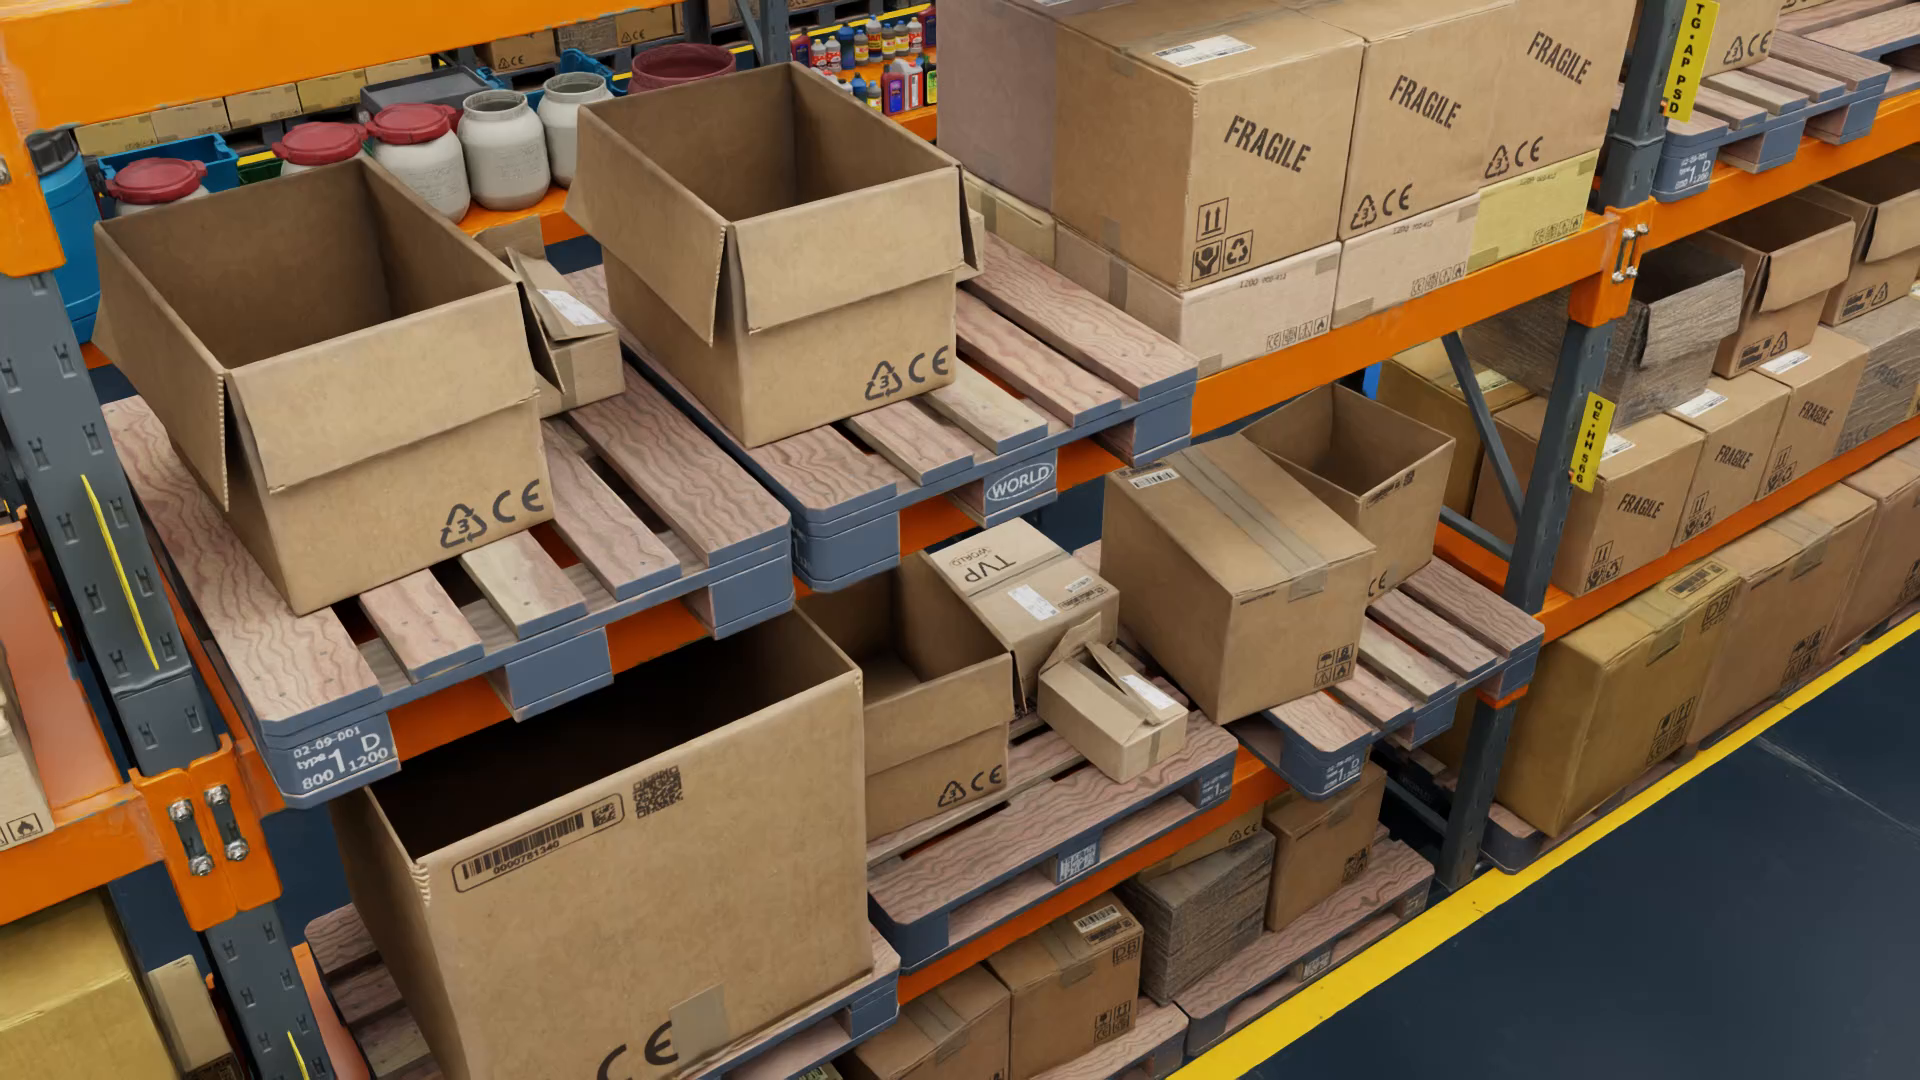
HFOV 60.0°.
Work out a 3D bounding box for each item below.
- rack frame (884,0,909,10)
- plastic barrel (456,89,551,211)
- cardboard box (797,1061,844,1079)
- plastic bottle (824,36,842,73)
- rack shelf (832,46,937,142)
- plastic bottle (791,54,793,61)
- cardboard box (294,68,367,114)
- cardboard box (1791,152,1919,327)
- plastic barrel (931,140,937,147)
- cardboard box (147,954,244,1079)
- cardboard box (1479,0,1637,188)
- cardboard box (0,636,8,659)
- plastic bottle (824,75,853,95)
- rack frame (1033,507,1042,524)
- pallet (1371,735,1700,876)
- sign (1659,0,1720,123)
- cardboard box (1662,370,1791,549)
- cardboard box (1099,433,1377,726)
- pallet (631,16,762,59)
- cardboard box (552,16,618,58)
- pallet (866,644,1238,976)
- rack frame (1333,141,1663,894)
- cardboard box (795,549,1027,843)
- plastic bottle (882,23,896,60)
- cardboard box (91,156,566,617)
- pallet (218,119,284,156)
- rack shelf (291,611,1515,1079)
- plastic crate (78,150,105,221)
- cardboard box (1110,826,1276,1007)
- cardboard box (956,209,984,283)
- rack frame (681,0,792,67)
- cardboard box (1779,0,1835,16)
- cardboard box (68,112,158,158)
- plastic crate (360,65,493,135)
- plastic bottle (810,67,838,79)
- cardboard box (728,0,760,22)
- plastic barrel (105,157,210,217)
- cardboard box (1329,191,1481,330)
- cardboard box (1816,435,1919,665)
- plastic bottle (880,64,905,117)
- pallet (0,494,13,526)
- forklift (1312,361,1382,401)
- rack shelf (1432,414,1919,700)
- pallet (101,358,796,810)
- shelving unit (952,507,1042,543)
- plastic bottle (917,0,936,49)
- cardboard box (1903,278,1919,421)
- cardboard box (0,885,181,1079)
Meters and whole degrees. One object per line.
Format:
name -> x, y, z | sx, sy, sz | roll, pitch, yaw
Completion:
rack frame -> -0.793, -6.196, 14.296 | 0.127, 3.000, 1.000 | -22, 41, -28
plastic barrel -> -2.275, -1.941, 8.284 | 0.421, 0.512, 0.421 | 0, 36, 0
cardboard box -> -0.714, 1.713, 5.063 | 0.500, 0.500, 0.700 | -23, 41, -28
plastic bottle -> -0.755, -2.884, 9.862 | 0.097, 0.201, 0.097 | 0, 36, 0
rack shelf -> 0.422, -2.866, 10.282 | 4.000, 0.370, 1.077 | -22, 41, -28
plastic bottle -> -1.023, -2.774, 9.708 | 0.097, 0.201, 0.097 | 0, 36, 0
cardboard box -> -4.772, -3.436, 12.454 | 0.500, 0.250, 0.500 | -23, 42, -28
cardboard box -> 3.326, -1.254, 6.479 | 0.637, 0.503, 0.797 | -21, 41, -26
plastic barrel -> 0.101, -2.229, 10.486 | 0.708, 0.588, 0.600 | -22, 41, -28
cardboard box -> -1.978, 1.255, 4.151 | 0.250, 0.149, 0.380 | -22, 41, -28
cardboard box -> 1.395, -1.303, 4.409 | 0.500, 0.500, 0.500 | -21, 41, -27
cardboard box -> -2.144, 0.097, 3.106 | 0.500, 0.250, 0.500 | -24, 42, -30
plastic bottle -> -0.673, -2.426, 9.160 | 0.135, 0.276, 0.152 | -22, 41, -28
rack frame -> 0.335, -0.625, 8.091 | 0.015, 1.200, 0.240 | -22, 41, -28
pallet -> 2.329, 0.782, 6.982 | 1.213, 0.211, 1.003 | -22, 41, -28
sign -> 1.952, -1.289, 4.462 | 0.005, 0.325, 0.100 | -22, 41, -28
cardboard box -> 2.615, -0.370, 6.110 | 0.500, 0.500, 0.500 | -24, 42, -29
cardboard box -> 0.824, 0.104, 5.091 | 0.500, 0.500, 0.700 | -16, 39, -21
pallet -> -2.434, -4.359, 14.130 | 1.213, 0.211, 1.003 | -22, 41, -28
cardboard box -> -3.102, -4.210, 13.298 | 0.500, 0.500, 0.500 | -24, 42, -29
pallet -> 0.046, 0.642, 4.952 | 1.213, 0.211, 1.003 | -22, 41, -28
rack frame -> 1.641, -0.121, 5.849 | 0.127, 3.000, 1.000 | -22, 41, -28
cardboard box -> -0.265, 0.385, 4.698 | 0.637, 0.503, 0.797 | -18, 39, -23
plastic bottle -> -0.436, -3.015, 10.044 | 0.097, 0.201, 0.097 | 0, 36, 0
cardboard box -> -1.188, -0.317, 3.104 | 0.637, 0.503, 0.797 | -25, 42, -30
pallet -> -5.755, -3.052, 12.313 | 1.213, 0.211, 1.003 | -22, 41, -28
rack shelf -> 0.006, 0.844, 5.124 | 4.000, 0.370, 1.077 | -22, 41, -28
plastic crate -> -4.263, -1.474, 7.676 | 0.583, 0.464, 0.402 | -22, 41, -28
cardboard box -> 0.659, 1.143, 5.856 | 0.500, 0.500, 0.700 | -26, 43, -31
cardboard box -> -0.154, -0.747, 3.992 | 0.250, 0.166, 0.380 | -24, 42, -29
rack frame -> -1.212, -2.485, 9.136 | 0.127, 3.000, 1.000 | -22, 41, -28
cardboard box -> 2.753, -2.122, 5.617 | 0.500, 0.500, 0.500 | -20, 40, -26
cardboard box -> -6.020, -2.923, 11.741 | 0.500, 0.250, 0.500 | -24, 42, -29
plastic crate -> -2.710, -2.113, 8.565 | 0.583, 0.464, 0.402 | -22, 41, -28
plastic bottle -> -0.760, -2.498, 9.261 | 0.135, 0.276, 0.152 | -22, 41, -28
cardboard box -> -1.851, -4.726, 14.016 | 0.500, 0.500, 0.500 | -22, 41, -27
plastic barrel -> -3.574, -1.412, 7.528 | 0.433, 0.535, 0.433 | 0, 36, 0
cardboard box -> 0.996, -0.828, 4.391 | 0.500, 0.250, 0.500 | -23, 41, -28
cardboard box -> 3.669, -0.249, 7.487 | 0.875, 0.875, 1.225 | -24, 42, -29
plastic bottle -> -0.378, -2.518, 9.281 | 0.133, 0.283, 0.061 | -22, 41, -28
pallet -> -5.055, 0.199, 7.793 | 1.213, 0.211, 1.003 | -22, 41, -28
forklift -> 3.469, -1.815, 8.263 | 3.031, 2.935, 1.130 | -10, 37, -14
rack shelf -> 3.276, -0.502, 6.995 | 4.000, 0.370, 1.077 | -22, 41, -28
pallet -> -1.063, -0.074, 3.376 | 1.003, 0.211, 1.213 | -22, 41, -28
shelving unit -> 0.135, -0.543, 7.977 | 0.503, 1.200, 0.258 | -22, 41, -28
plastic bottle -> -0.193, -3.162, 10.177 | 0.133, 0.283, 0.061 | -22, 41, -28
cardboard box -> 3.854, -0.877, 6.815 | 0.500, 0.500, 0.500 | -23, 42, -28
cardboard box -> -1.838, 0.940, 3.178 | 0.500, 0.500, 0.500 | -22, 41, -28
